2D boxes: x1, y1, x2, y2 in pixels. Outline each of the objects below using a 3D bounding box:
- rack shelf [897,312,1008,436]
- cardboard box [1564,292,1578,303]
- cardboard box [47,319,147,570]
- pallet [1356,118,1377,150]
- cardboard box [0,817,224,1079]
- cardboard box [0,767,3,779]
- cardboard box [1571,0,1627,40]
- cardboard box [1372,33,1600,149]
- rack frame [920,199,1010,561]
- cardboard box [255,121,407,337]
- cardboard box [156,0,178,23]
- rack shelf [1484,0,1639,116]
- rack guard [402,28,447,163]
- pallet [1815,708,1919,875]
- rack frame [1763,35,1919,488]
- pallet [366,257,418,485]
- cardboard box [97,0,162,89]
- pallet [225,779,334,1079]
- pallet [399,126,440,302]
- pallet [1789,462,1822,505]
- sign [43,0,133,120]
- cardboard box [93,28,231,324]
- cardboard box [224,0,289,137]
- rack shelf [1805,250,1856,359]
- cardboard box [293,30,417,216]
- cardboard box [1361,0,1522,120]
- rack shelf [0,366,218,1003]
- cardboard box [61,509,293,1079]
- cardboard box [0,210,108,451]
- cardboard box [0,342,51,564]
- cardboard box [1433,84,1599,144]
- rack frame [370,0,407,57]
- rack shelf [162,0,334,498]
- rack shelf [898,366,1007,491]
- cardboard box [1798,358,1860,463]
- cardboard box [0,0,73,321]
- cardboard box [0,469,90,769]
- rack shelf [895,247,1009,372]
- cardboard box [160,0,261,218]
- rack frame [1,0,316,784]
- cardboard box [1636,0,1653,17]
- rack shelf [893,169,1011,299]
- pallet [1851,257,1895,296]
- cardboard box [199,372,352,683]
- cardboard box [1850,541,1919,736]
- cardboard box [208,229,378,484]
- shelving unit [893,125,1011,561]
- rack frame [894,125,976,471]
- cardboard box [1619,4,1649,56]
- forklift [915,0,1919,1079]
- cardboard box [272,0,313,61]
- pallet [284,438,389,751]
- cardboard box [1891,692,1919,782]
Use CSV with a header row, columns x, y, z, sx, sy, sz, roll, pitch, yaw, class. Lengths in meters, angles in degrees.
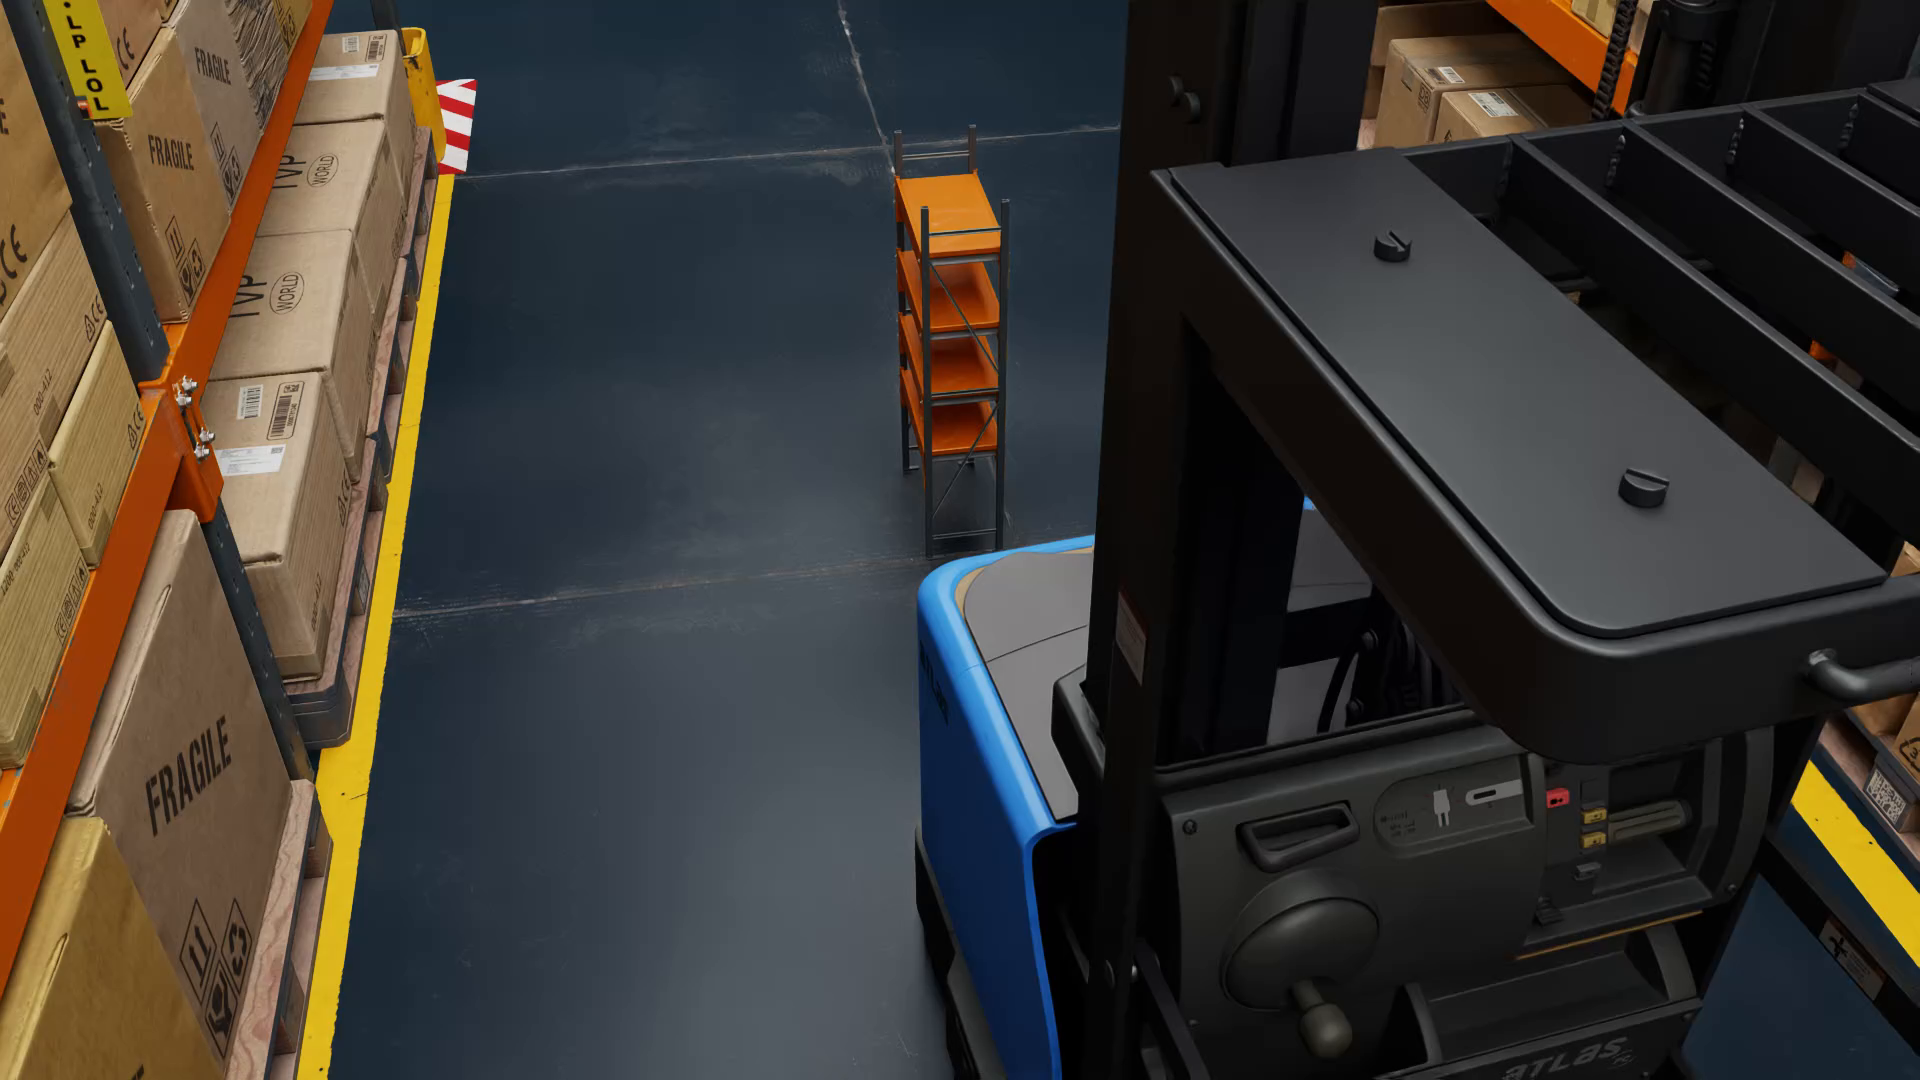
x,y,z,sx,sy,sz,roll,pitch,yaw,class
-0.029,-0.521,5.052,0.258,0.148,0.480,-6,38,-8,rack shelf
2.290,-1.068,5.875,0.700,0.500,0.500,-8,38,-10,cardboard box
-1.876,-0.161,3.135,0.500,0.250,0.500,-7,38,-9,cardboard box
2.136,-1.788,7.380,1.003,0.211,1.213,-6,38,-8,pallet
-1.849,1.119,2.754,0.875,0.875,0.875,-5,38,-7,cardboard box
-1.718,0.453,2.344,0.500,0.250,0.500,-7,38,-9,cardboard box
2.151,-1.689,5.184,0.380,0.149,0.250,-7,38,-9,cardboard box
2.108,-1.695,6.682,0.700,0.500,0.500,-5,38,-6,cardboard box
0.014,-0.426,4.821,0.240,1.200,0.015,-6,38,-8,rack frame
-2.521,-1.095,5.960,0.875,0.438,0.875,-5,38,-7,cardboard box
-2.130,-1.518,3.863,0.500,0.500,0.500,-7,38,-9,cardboard box
2.333,-1.925,5.869,1.077,0.370,4.000,-6,38,-8,rack shelf
-2.908,-1.908,7.298,1.175,0.500,0.348,-6,38,-8,rack guard
2.863,0.588,4.321,1.003,0.211,1.213,-6,38,-8,pallet
2.684,-1.001,4.093,1.000,3.000,0.127,-6,38,-8,rack frame
-2.476,-0.569,5.811,1.003,0.211,1.213,-6,38,-8,pallet
-2.048,-1.213,3.469,0.500,0.500,0.500,-6,38,-8,cardboard box
-1.993,1.095,3.669,1.003,0.211,1.213,-6,38,-8,pallet
-2.687,-1.305,6.758,1.003,0.211,1.213,-6,38,-8,pallet
2.564,-0.314,5.483,1.003,0.211,1.213,-6,38,-8,pallet
-1.670,-0.955,3.155,0.100,0.325,0.005,-6,38,-8,sign
-2.027,-0.816,3.773,0.500,0.500,0.500,-5,38,-6,cardboard box
-2.192,-1.421,4.553,0.500,0.500,0.500,-6,38,-8,cardboard box
3.034,0.491,2.759,1.077,0.370,4.000,-6,38,-8,rack shelf
-2.690,-1.647,6.671,0.875,0.438,0.875,-7,38,-9,cardboard box
1.996,-2.217,7.351,0.797,0.503,0.637,-8,38,-10,cardboard box
-1.852,1.028,2.069,1.077,0.370,4.000,-6,38,-8,rack shelf
-2.015,0.575,3.455,0.875,0.875,0.875,-5,38,-7,cardboard box
-1.886,-0.363,2.986,0.500,0.250,0.500,-6,38,-8,cardboard box
-1.791,-0.061,2.599,0.500,0.250,0.500,-5,38,-7,cardboard box
2.102,-1.365,6.257,0.500,0.500,0.500,-6,38,-7,cardboard box
-2.904,-2.881,6.513,1.000,3.000,0.127,-6,38,-8,rack frame
-2.553,-1.388,5.179,1.077,0.370,4.000,-6,38,-8,rack shelf
-0.029,-0.364,5.174,0.258,0.148,0.480,-6,38,-8,rack shelf
2.800,-0.529,5.335,0.500,0.311,0.500,-5,38,-6,cardboard box
-1.877,-0.656,2.753,0.500,0.500,0.500,-5,38,-6,cardboard box
-1.788,0.146,2.739,0.500,0.250,0.500,-7,38,-9,cardboard box
-0.029,-0.697,4.915,0.258,0.148,0.480,-6,38,-8,rack shelf
-2.111,-1.120,4.165,0.500,0.500,0.500,-6,38,-8,cardboard box
-2.203,-0.465,3.403,1.000,3.000,0.127,-6,38,-8,rack frame
2.252,-1.641,4.797,0.500,0.250,0.500,-6,38,-8,cardboard box
-0.029,-0.884,4.770,0.258,0.148,0.480,-6,38,-8,rack shelf
2.716,-0.430,3.516,1.003,0.211,1.213,-6,38,-8,pallet
-2.207,-0.009,4.563,0.875,0.438,0.875,-7,38,-9,cardboard box
2.547,0.137,4.324,0.500,0.500,0.500,-5,38,-6,cardboard box
-2.365,-0.550,5.259,0.875,0.438,0.875,-7,38,-9,cardboard box
-0.029,-0.574,5.011,0.258,1.200,0.503,-6,38,-8,shelving unit
-0.072,-0.721,5.200,0.240,1.200,0.015,-6,38,-8,rack frame
2.223,-1.538,4.989,0.380,0.149,0.250,-5,38,-7,cardboard box
0.795,0.527,2.183,1.130,2.935,3.031,-10,39,-13,forklift
-2.282,-1.732,4.953,0.500,0.500,0.500,-5,38,-7,cardboard box
-2.259,0.169,4.860,1.003,0.211,1.213,-6,38,-8,pallet
2.650,0.458,3.911,0.500,0.500,0.500,-7,38,-9,cardboard box
